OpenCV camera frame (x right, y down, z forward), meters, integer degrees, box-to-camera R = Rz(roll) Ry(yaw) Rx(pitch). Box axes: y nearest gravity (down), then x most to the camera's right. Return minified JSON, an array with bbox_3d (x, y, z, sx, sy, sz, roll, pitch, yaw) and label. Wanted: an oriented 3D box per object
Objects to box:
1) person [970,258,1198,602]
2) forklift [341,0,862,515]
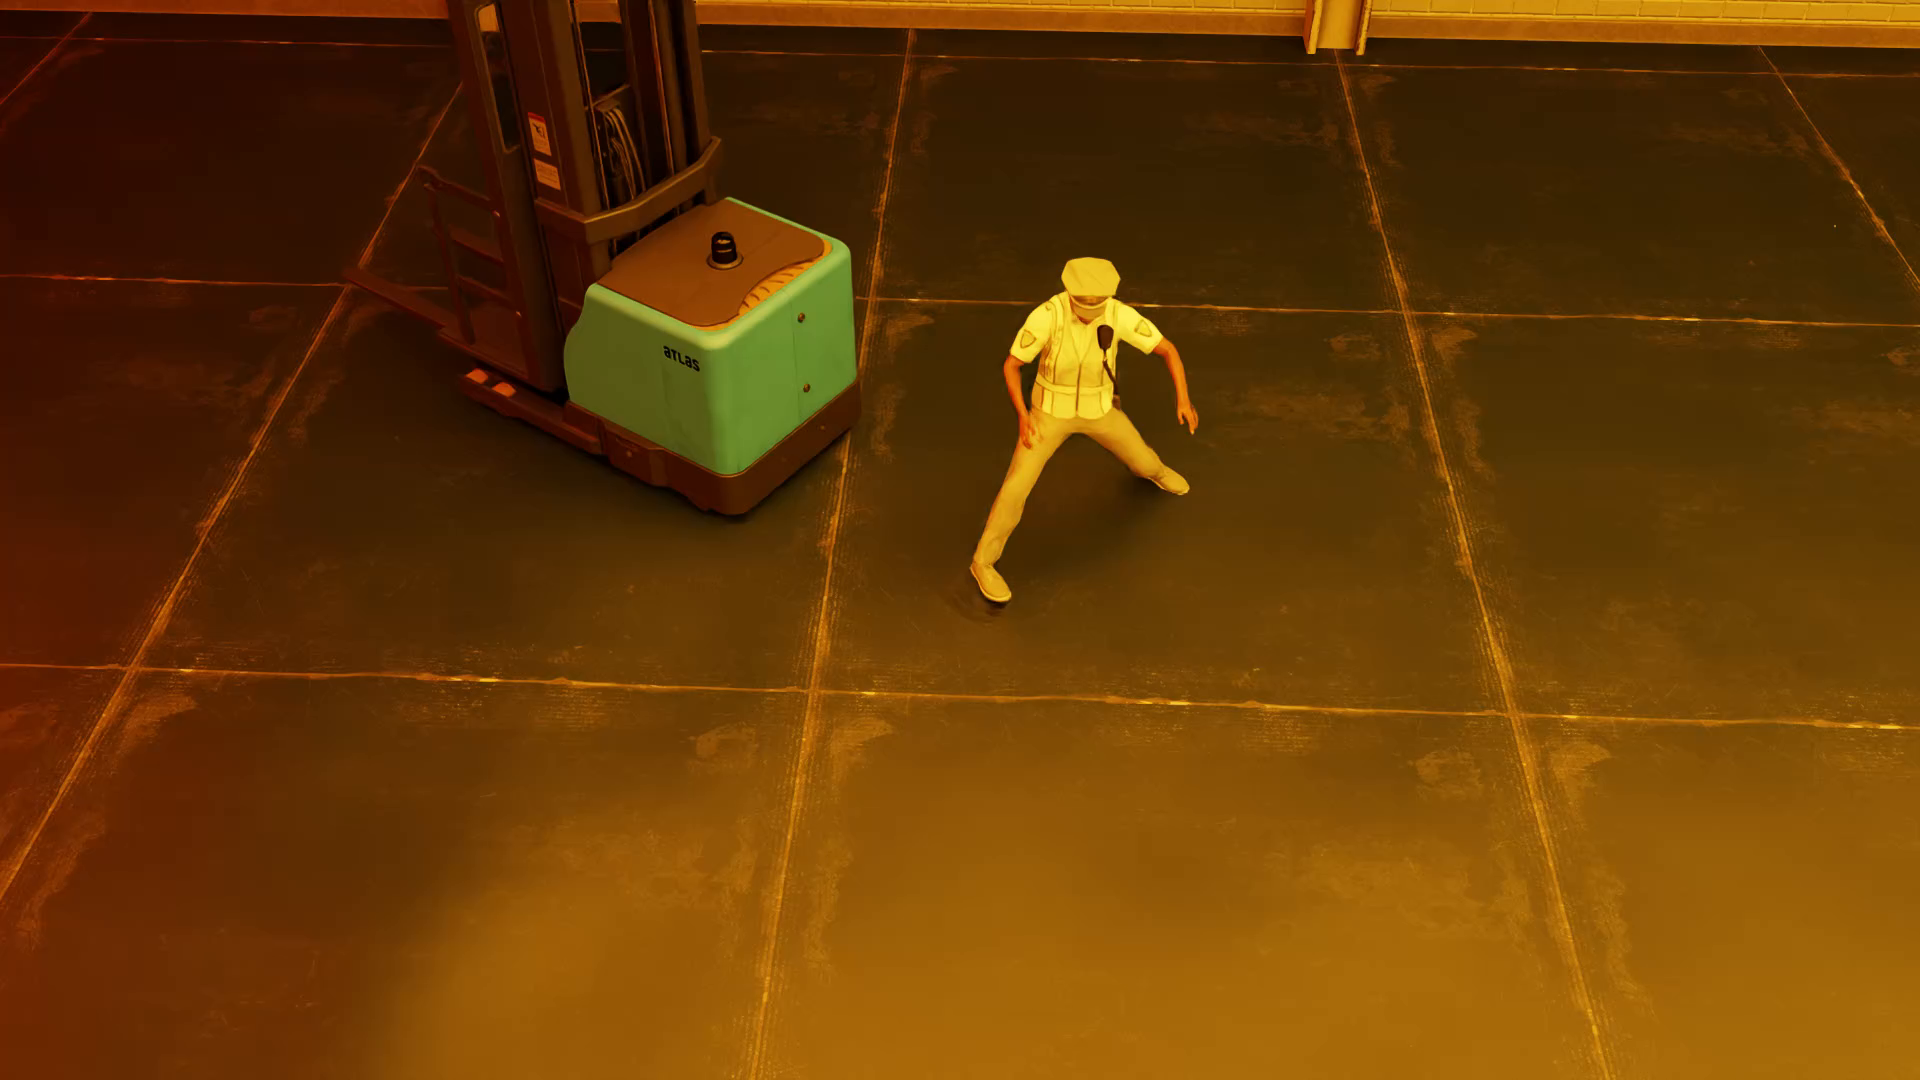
[{"bbox_3d":[0.589,-0.551,7.449,1.103,1.493,0.944,-2,42,-2],"label":"person"},{"bbox_3d":[-2.000,-1.996,7.929,3.031,2.935,1.130,25,48,25],"label":"forklift"}]
